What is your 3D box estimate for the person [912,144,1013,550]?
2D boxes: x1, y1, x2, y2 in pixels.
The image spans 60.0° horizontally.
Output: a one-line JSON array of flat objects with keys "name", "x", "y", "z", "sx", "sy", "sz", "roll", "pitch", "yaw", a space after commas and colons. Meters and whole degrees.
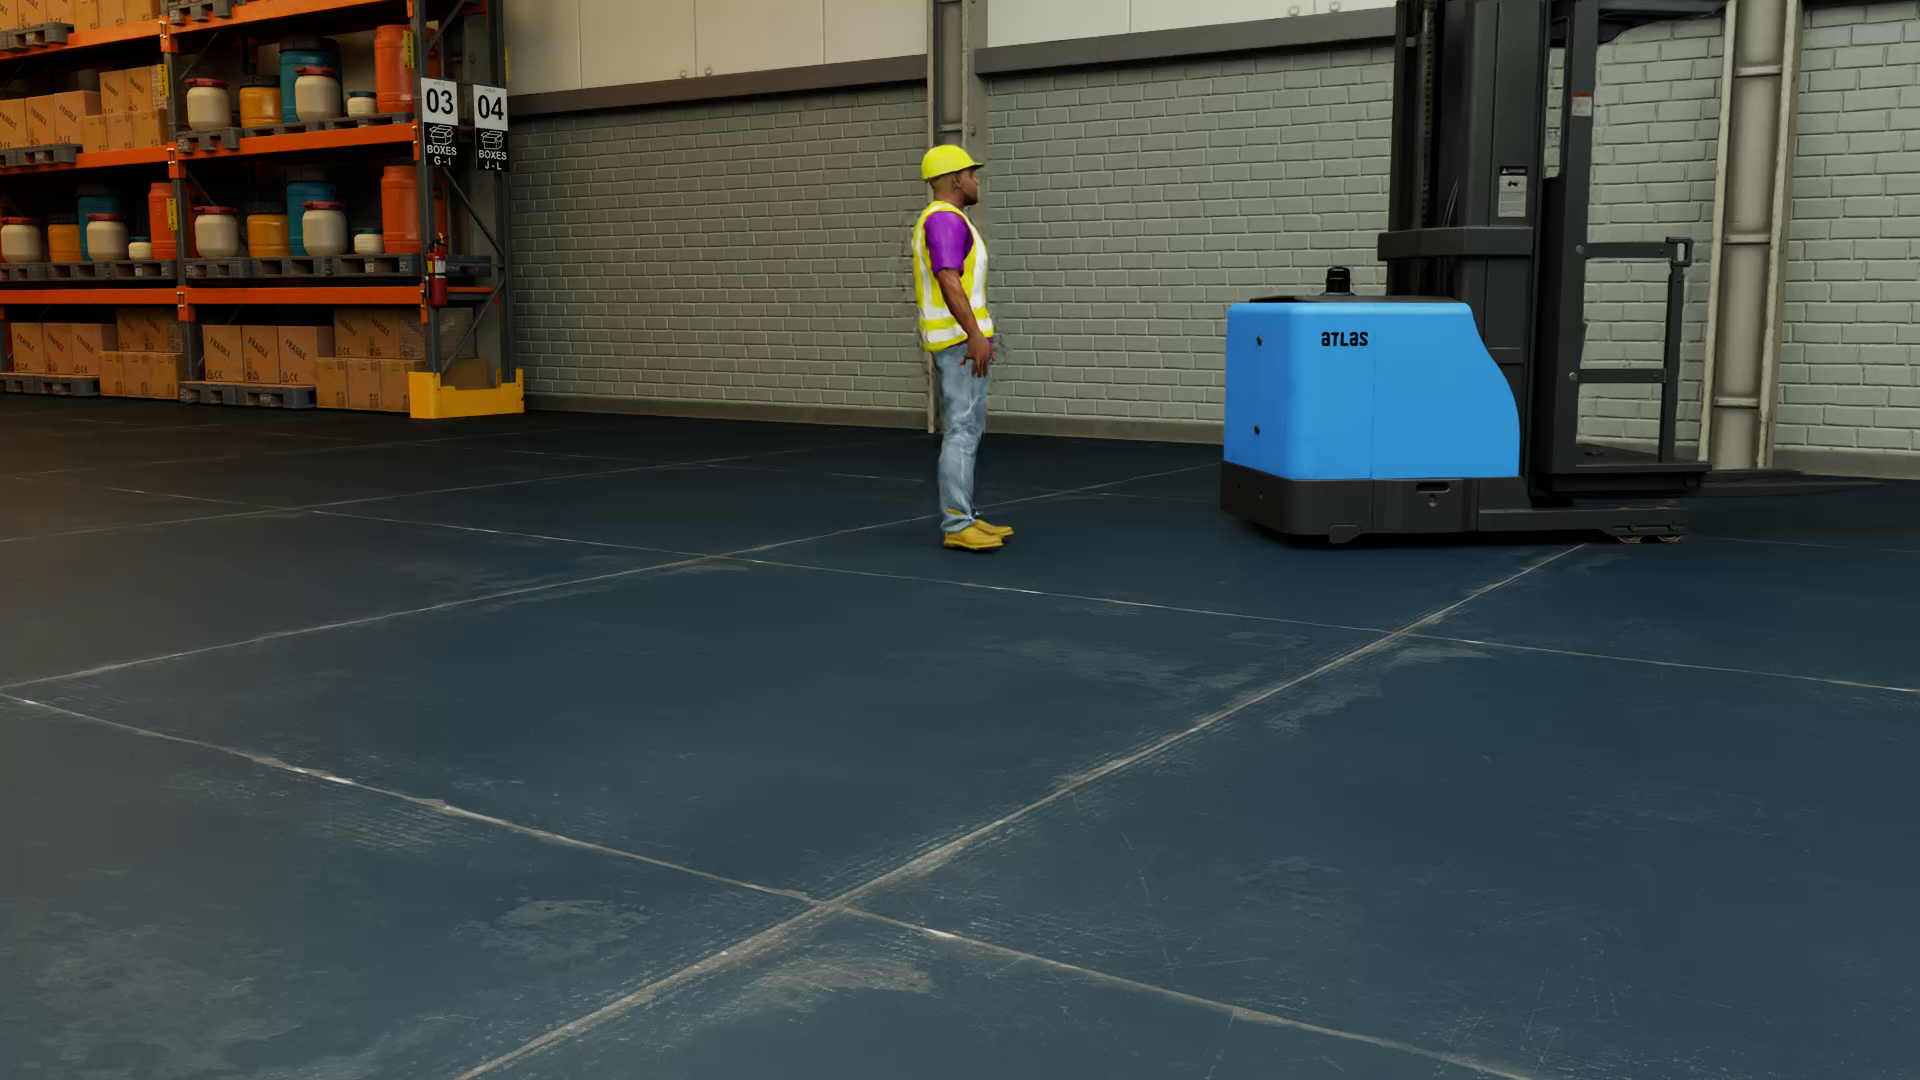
[{"name": "person", "x": 0.020, "y": -0.871, "z": 7.426, "sx": 0.444, "sy": 1.768, "sz": 0.752, "roll": -1, "pitch": 8, "yaw": -9}]

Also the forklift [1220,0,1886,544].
[{"name": "forklift", "x": 2.840, "y": -1.506, "z": 7.782, "sx": 3.031, "sy": 2.935, "sz": 1.130, "roll": -1, "pitch": 8, "yaw": -9}]
